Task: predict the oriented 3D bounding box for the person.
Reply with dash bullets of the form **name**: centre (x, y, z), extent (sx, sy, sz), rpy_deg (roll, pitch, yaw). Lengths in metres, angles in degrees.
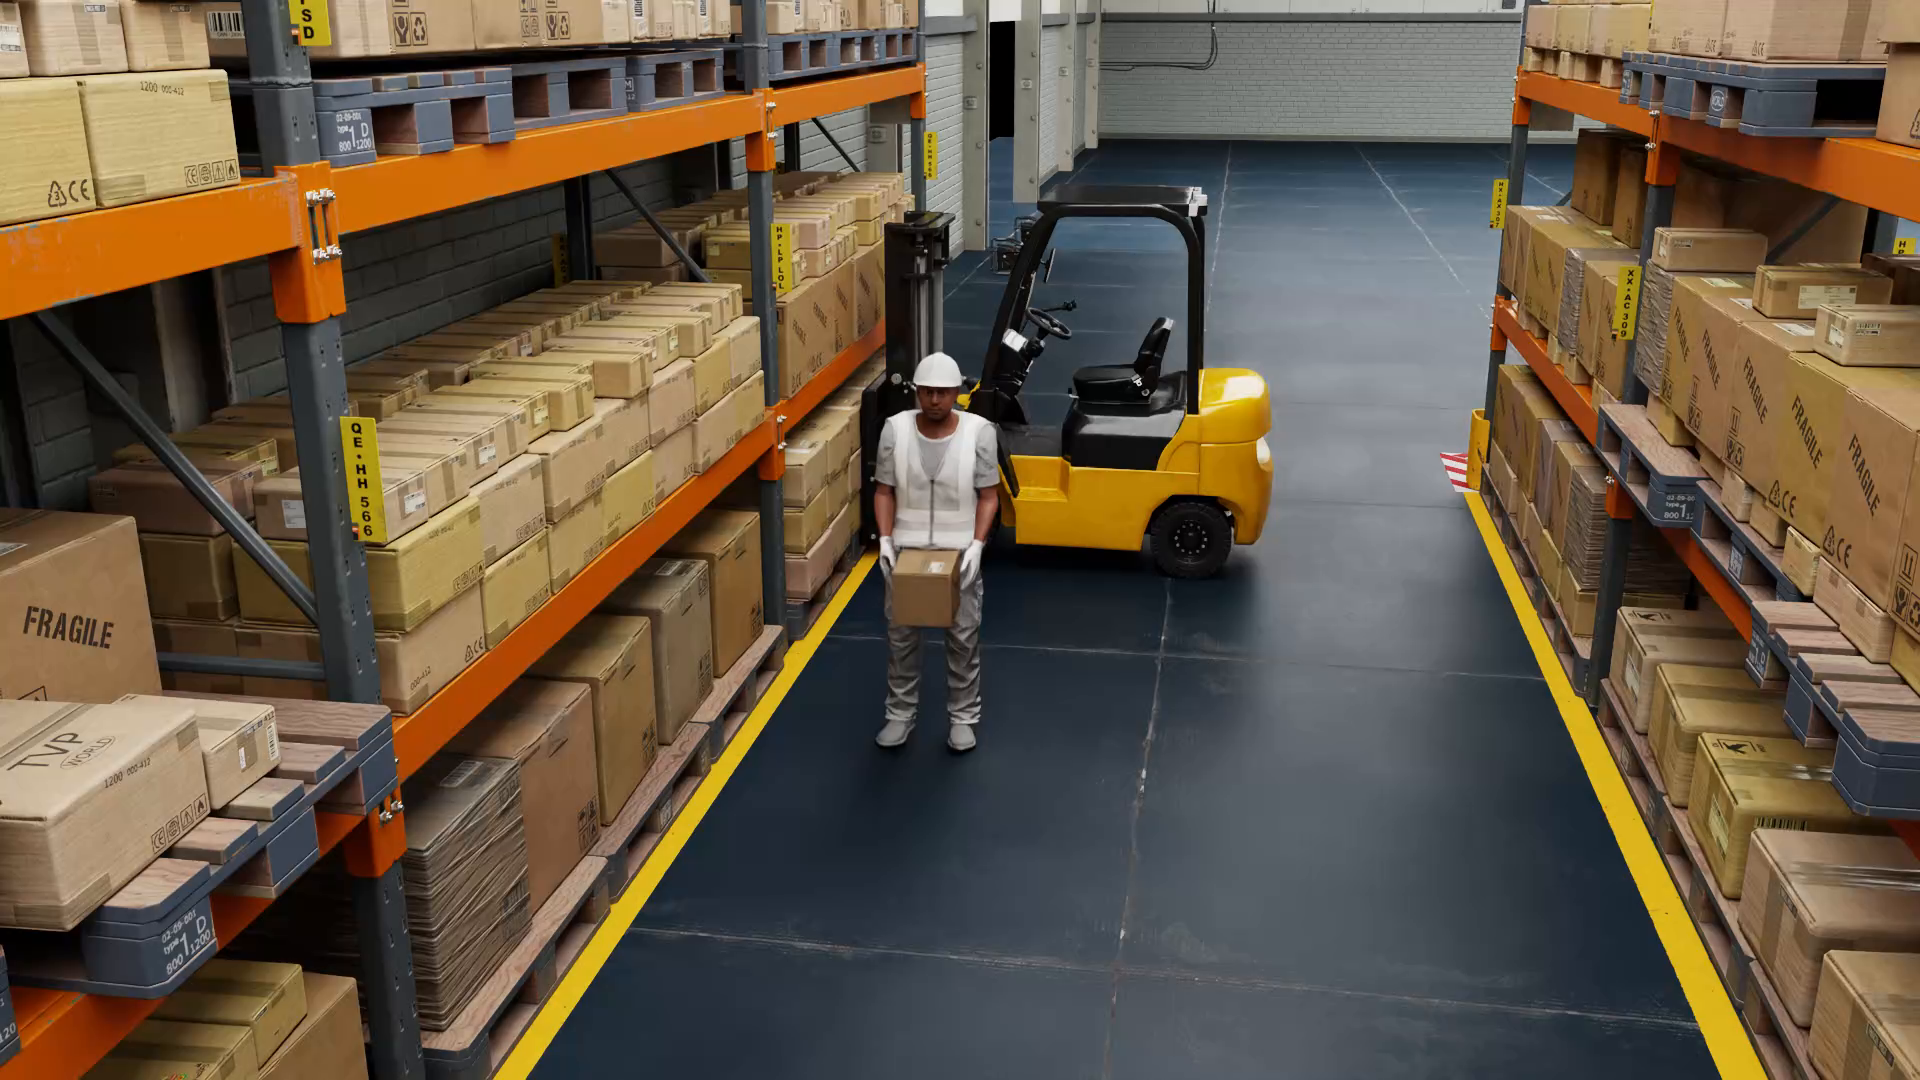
- **person**: centre (-0.108, 0.060, 7.329), extent (0.555, 1.785, 0.469), rpy_deg (3, 18, 8)
